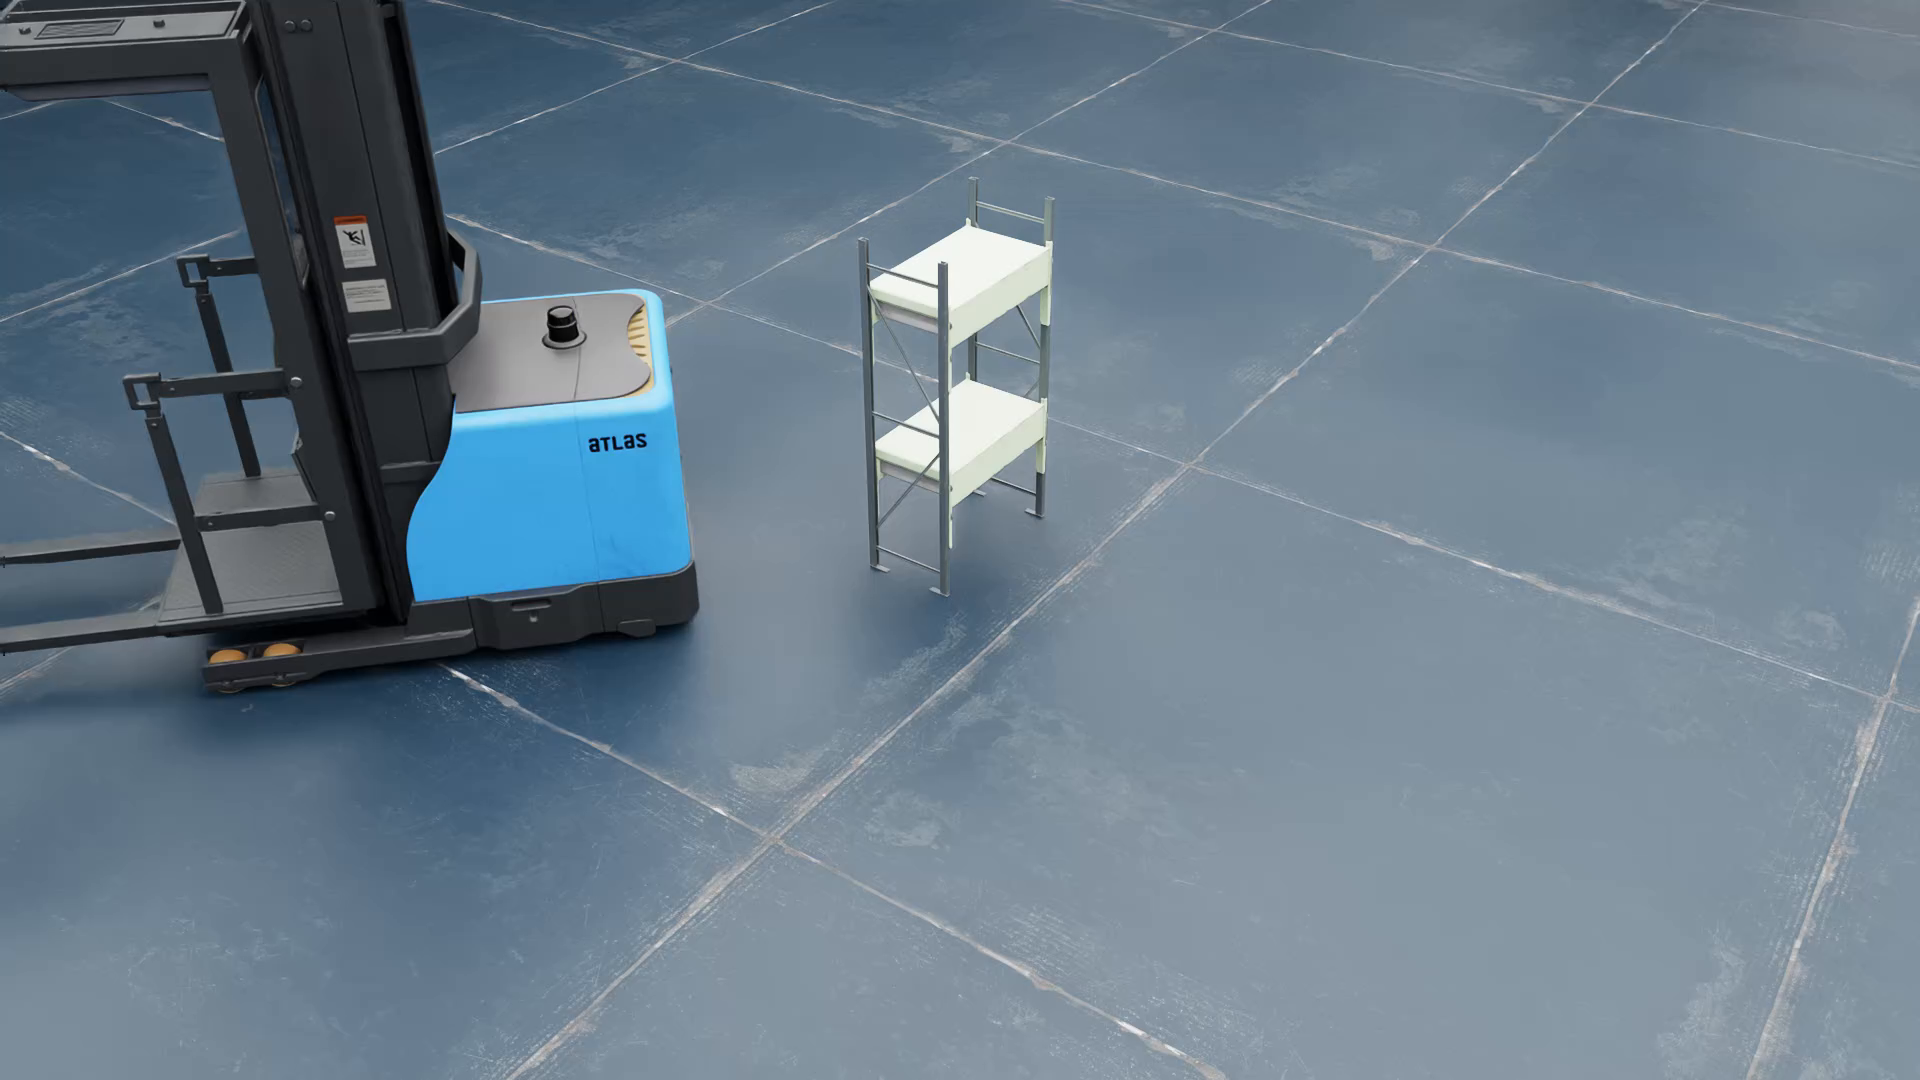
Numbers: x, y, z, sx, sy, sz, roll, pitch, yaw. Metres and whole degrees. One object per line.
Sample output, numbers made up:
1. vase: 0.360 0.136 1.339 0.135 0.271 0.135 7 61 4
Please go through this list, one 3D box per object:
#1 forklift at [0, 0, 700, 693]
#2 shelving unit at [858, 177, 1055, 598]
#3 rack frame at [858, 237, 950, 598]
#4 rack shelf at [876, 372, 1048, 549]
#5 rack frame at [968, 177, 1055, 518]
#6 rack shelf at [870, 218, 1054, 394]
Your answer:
1. forklift: -2.622 -0.950 6.039 3.031 2.935 1.130 -6 35 -9
2. shelving unit: -0.004 -0.618 6.825 0.431 1.500 0.755 21 39 28
3. rack frame: -0.212 -0.450 6.576 0.400 1.500 0.023 21 39 28
4. rack shelf: -0.004 -0.348 7.008 0.431 0.370 0.720 21 39 28
5. rack frame: 0.205 -0.787 7.074 0.400 1.500 0.023 21 39 28
6. rack shelf: -0.004 -0.941 6.607 0.431 0.370 0.720 21 39 28
